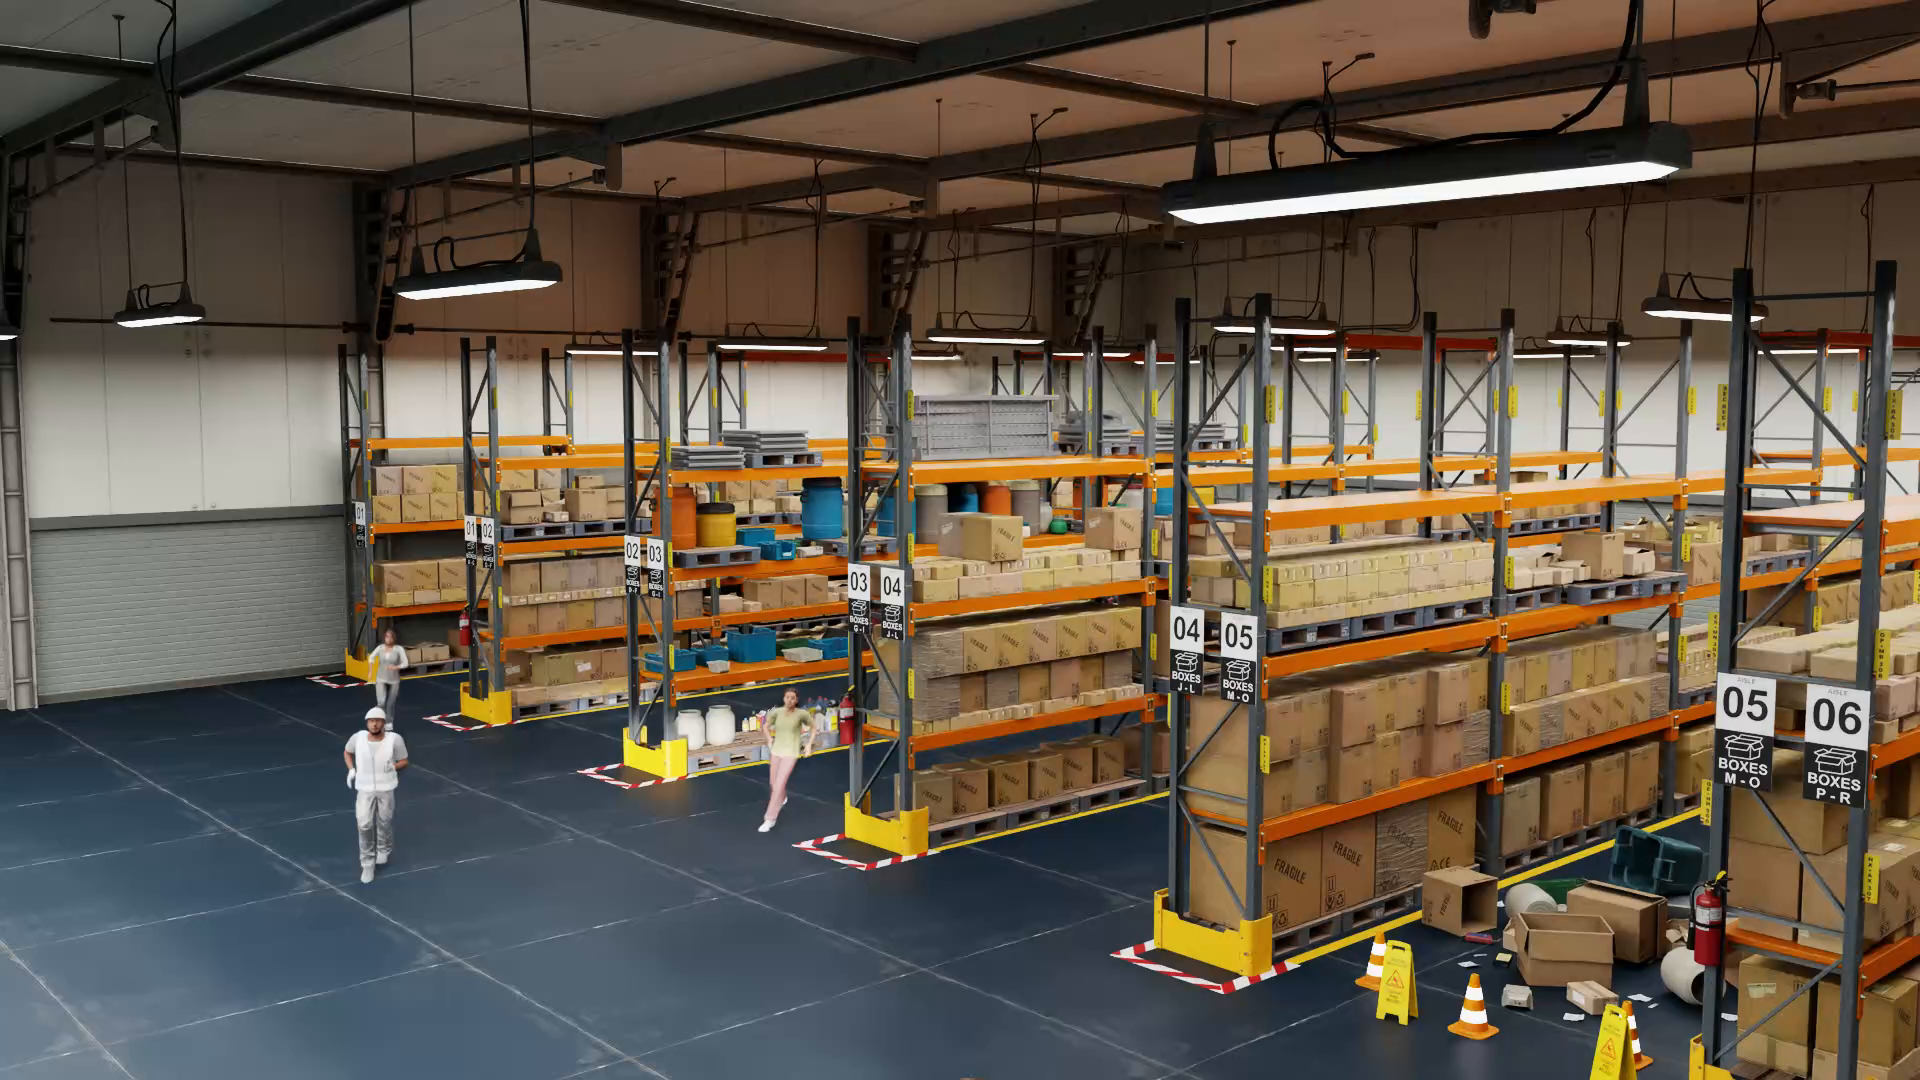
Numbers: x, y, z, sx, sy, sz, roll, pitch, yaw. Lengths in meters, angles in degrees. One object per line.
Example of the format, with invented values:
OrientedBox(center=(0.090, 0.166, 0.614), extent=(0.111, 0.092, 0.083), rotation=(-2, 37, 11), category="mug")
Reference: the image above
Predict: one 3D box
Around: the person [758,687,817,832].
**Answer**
OrientedBox(center=(-2.068, 2.562, 19.736), extent=(0.641, 1.652, 0.944), rotation=(2, 5, 16), category="person")

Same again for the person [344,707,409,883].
OrientedBox(center=(-6.218, 2.696, 17.740), extent=(0.657, 1.844, 0.789), rotation=(-2, 5, -18), category="person")

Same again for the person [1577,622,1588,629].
OrientedBox(center=(9.582, 2.061, 25.746), extent=(0.559, 1.606, 0.586), rotation=(4, 7, 39), category="person")

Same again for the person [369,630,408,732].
OrientedBox(center=(-8.523, 2.144, 24.817), extent=(0.560, 1.631, 0.719), rotation=(-2, 5, -19), category="person")
